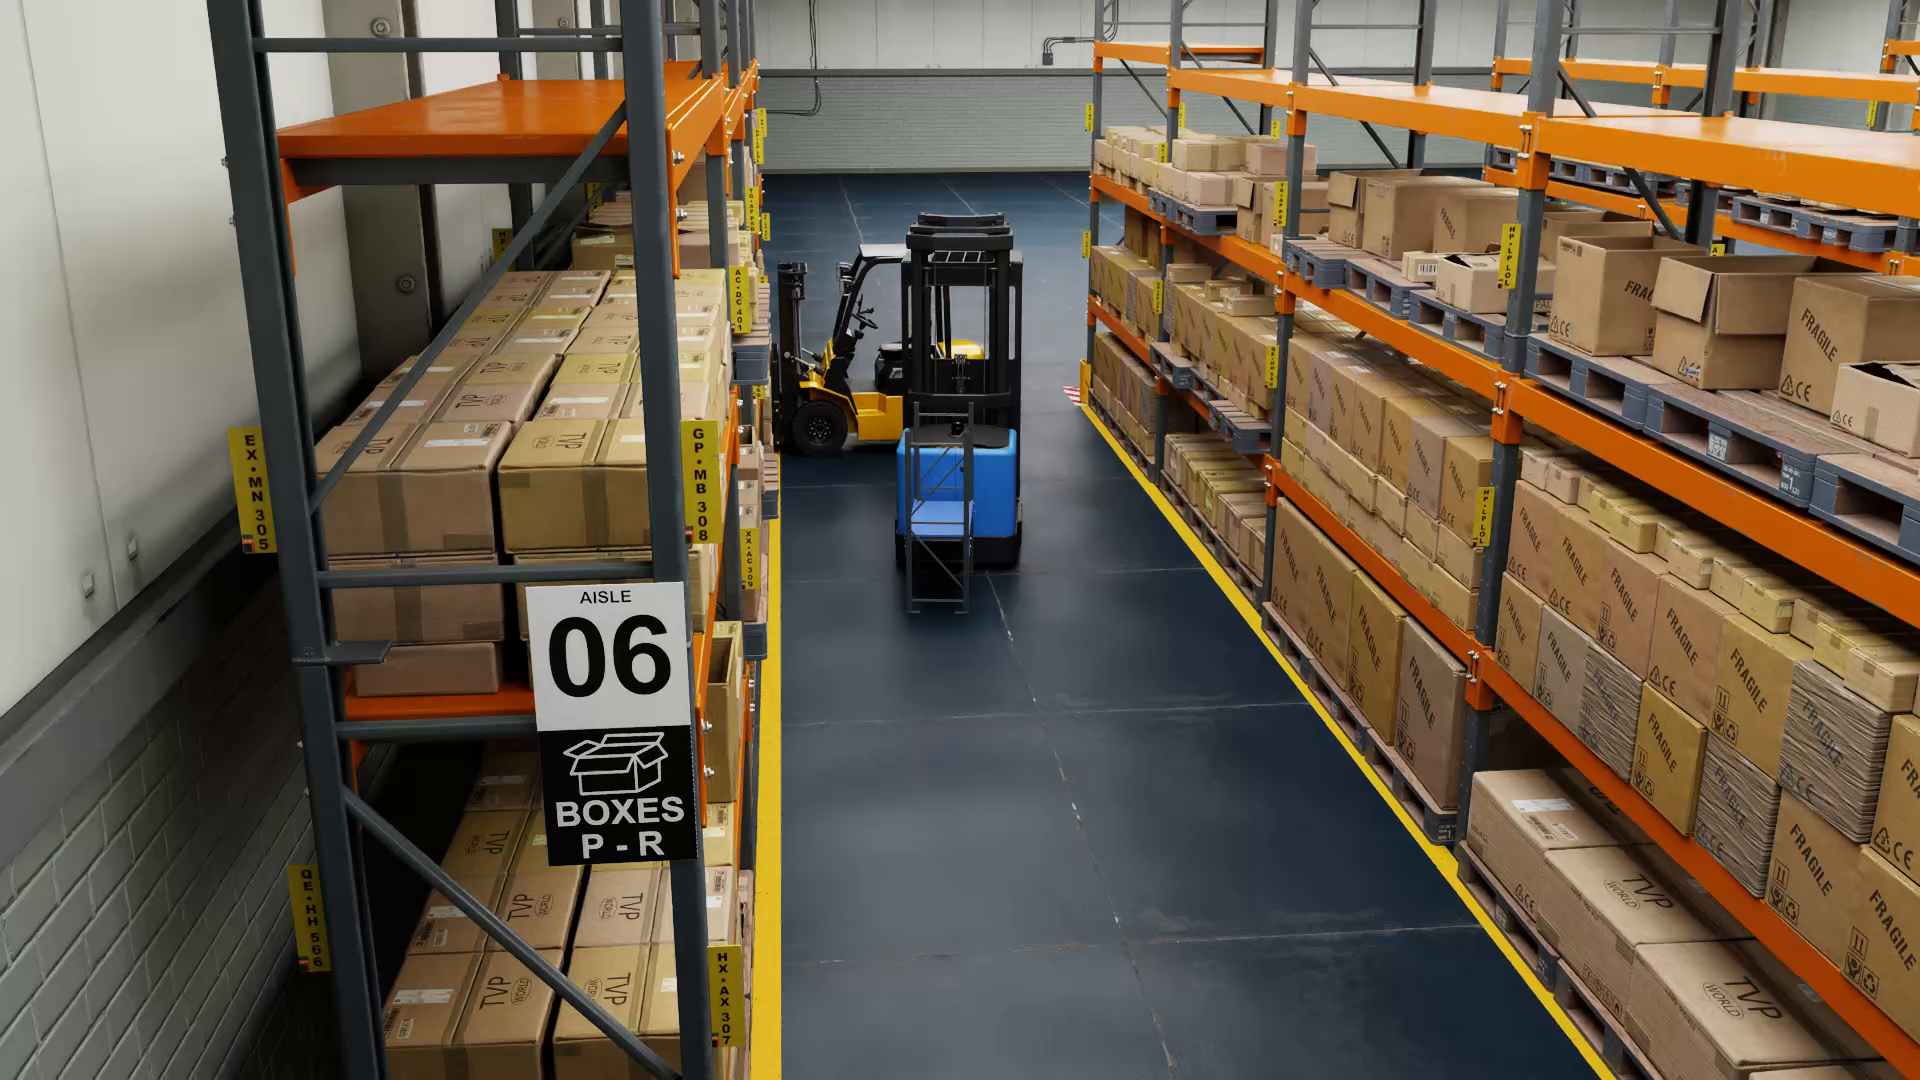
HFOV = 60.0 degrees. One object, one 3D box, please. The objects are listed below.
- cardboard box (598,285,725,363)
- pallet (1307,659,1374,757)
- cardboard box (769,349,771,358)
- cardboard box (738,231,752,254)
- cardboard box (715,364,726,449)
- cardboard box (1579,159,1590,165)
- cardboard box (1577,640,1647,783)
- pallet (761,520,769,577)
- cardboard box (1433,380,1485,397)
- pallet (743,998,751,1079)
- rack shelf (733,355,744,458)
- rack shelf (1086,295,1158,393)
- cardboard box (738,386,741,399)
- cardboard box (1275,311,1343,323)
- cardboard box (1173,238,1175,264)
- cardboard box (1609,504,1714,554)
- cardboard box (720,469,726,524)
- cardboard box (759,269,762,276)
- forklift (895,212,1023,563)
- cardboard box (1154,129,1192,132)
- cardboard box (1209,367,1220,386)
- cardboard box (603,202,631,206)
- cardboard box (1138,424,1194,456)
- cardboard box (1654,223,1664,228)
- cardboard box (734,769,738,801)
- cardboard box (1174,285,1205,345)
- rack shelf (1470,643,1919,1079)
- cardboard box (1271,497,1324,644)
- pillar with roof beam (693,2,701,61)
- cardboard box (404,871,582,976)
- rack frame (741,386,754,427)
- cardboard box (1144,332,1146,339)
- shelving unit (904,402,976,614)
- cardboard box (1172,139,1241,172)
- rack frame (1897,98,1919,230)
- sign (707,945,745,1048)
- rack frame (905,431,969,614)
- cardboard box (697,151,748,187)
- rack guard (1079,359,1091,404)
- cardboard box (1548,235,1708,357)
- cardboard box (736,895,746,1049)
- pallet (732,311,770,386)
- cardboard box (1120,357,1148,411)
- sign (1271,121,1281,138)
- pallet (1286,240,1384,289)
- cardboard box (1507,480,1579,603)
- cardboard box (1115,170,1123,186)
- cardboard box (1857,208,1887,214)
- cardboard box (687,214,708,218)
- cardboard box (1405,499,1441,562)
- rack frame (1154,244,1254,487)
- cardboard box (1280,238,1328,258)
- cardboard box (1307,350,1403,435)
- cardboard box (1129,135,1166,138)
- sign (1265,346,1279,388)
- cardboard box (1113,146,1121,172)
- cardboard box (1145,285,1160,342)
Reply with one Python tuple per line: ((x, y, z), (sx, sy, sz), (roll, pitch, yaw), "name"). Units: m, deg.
((-1.262, -0.919, 7.081), (0.500, 0.250, 0.500), (-2, 18, -7), "cardboard box")
((3.039, 1.111, 11.359), (1.003, 0.211, 1.213), (-2, 18, -6), "pallet")
((-2.374, -1.984, 18.783), (0.500, 0.250, 0.500), (-2, 17, -5), "cardboard box")
((-1.426, -1.734, 9.812), (0.380, 0.149, 0.250), (-2, 18, -5), "cardboard box")
((-1.210, -0.531, 6.680), (0.500, 0.250, 0.500), (-1, 17, -4), "cardboard box")
((6.950, -4.155, 18.019), (0.380, 0.149, 0.250), (-2, 17, -5), "cardboard box")
((3.203, 0.771, 7.619), (0.500, 0.500, 0.500), (-2, 18, -5), "cardboard box")
((-2.196, 0.057, 14.718), (1.003, 0.211, 1.213), (-2, 18, -6), "pallet")
((3.374, -0.746, 10.783), (0.500, 0.500, 0.500), (-2, 18, -7), "cardboard box")
((-1.415, 2.426, 7.169), (1.003, 0.211, 1.213), (-2, 18, -6), "pallet")
((-1.821, -1.157, 10.120), (1.077, 0.370, 4.000), (-2, 18, -6), "rack shelf")
((2.291, -2.264, 18.653), (1.077, 0.370, 4.000), (-2, 18, -6), "rack shelf")
((-1.767, -1.126, 12.579), (0.380, 0.149, 0.250), (-1, 17, -4), "cardboard box")
((2.971, -1.663, 14.176), (0.500, 0.500, 0.500), (-1, 17, -5), "cardboard box")
((2.612, -3.119, 17.843), (0.700, 0.500, 0.500), (-2, 18, -7), "cardboard box")
((3.171, -0.053, 7.492), (0.380, 0.149, 0.250), (-2, 18, -7), "cardboard box")
((-1.065, -0.154, 6.146), (0.380, 0.149, 0.250), (-2, 18, -6), "cardboard box")
((-2.381, -2.929, 18.323), (0.380, 0.149, 0.250), (-2, 18, -5), "cardboard box")
((0.027, -1.585, 15.405), (1.130, 2.935, 3.031), (1, 17, 2), "forklift")
((2.446, -4.649, 19.132), (0.380, 0.149, 0.250), (-2, 18, -6), "cardboard box")
((2.403, -1.449, 14.577), (0.380, 0.149, 0.250), (-2, 18, -7), "cardboard box")
((-2.264, -2.238, 11.452), (0.380, 0.149, 0.250), (-2, 18, -8), "cardboard box")
((2.169, -1.067, 17.531), (0.500, 0.250, 0.500), (-1, 17, -3), "cardboard box")
((7.315, -3.217, 18.436), (0.875, 0.550, 0.550), (-2, 18, -6), "cardboard box")
((-1.177, 1.042, 7.343), (0.380, 0.149, 0.250), (-2, 18, -6), "cardboard box")
((2.313, -2.103, 15.577), (0.500, 0.500, 0.500), (-2, 18, -5), "cardboard box")
((3.529, 1.312, 7.265), (1.077, 0.370, 4.000), (-2, 18, -6), "rack shelf")
((2.899, 0.202, 12.443), (0.875, 0.875, 0.875), (-2, 18, -6), "cardboard box")
((-1.251, -11.171, 35.809), (9.100, 9.000, 0.400), (-2, 18, -6), "pillar with roof beam")
((-1.565, 1.366, 5.645), (0.500, 0.250, 0.500), (-2, 18, -5), "cardboard box")
((-2.027, -0.665, 12.360), (1.000, 3.000, 0.127), (-2, 18, -6), "rack frame")
((2.167, -2.206, 17.689), (0.380, 0.149, 0.250), (-2, 18, -6), "cardboard box")
((-0.157, -0.282, 13.645), (0.538, 1.500, 1.048), (1, 17, 2), "shelving unit")
((2.220, -3.475, 15.017), (0.500, 0.250, 0.500), (-2, 18, -7), "cardboard box")
((7.823, -3.865, 12.536), (1.000, 3.000, 0.127), (-2, 18, -6), "rack frame")
((-0.662, 1.289, 4.692), (0.100, 0.325, 0.005), (-2, 18, -6), "sign")
((-0.179, -0.130, 13.161), (0.500, 1.500, 0.032), (1, 17, 2), "rack frame")
((-2.011, -2.762, 12.998), (0.700, 0.500, 0.500), (-2, 18, -7), "cardboard box")
((2.093, -1.987, 20.746), (1.175, 0.500, 0.348), (-2, 18, -6), "rack guard")
((3.174, -1.173, 7.935), (0.500, 0.500, 0.500), (-1, 17, -5), "cardboard box")
((-1.327, 1.961, 7.469), (0.700, 0.500, 0.500), (-2, 18, -8), "cardboard box")
((-1.612, -1.011, 8.768), (1.213, 0.211, 1.003), (-2, 18, -6), "pallet")
((2.061, -1.729, 18.386), (0.500, 0.500, 0.500), (-1, 17, -3), "cardboard box")
((3.049, -3.895, 16.120), (0.100, 0.325, 0.005), (-2, 18, -6), "sign")
((3.029, -1.970, 11.825), (1.213, 0.211, 1.003), (-1, 17, -3), "pallet")
((3.131, -0.003, 8.415), (0.500, 0.500, 0.500), (-2, 18, -5), "cardboard box")
((1.933, -4.020, 18.459), (0.380, 0.149, 0.250), (-2, 17, -5), "cardboard box")
((7.542, -2.742, 13.489), (0.380, 0.166, 0.250), (-2, 18, -6), "cardboard box")
((-1.713, -2.027, 10.778), (0.380, 0.149, 0.250), (-2, 18, -6), "cardboard box")
((2.976, -0.067, 9.871), (0.500, 0.250, 0.500), (-1, 17, -4), "cardboard box")
((2.497, -2.011, 16.648), (1.000, 3.000, 0.127), (-2, 18, -6), "rack frame")
((2.669, -2.218, 12.718), (0.380, 0.149, 0.250), (-2, 18, -6), "cardboard box")
((2.778, -1.042, 11.725), (0.500, 0.500, 0.500), (-2, 18, -5), "cardboard box")
((2.044, -4.328, 18.108), (0.380, 0.149, 0.250), (-1, 17, -4), "cardboard box")
((2.371, -1.314, 12.628), (0.100, 0.325, 0.005), (-2, 18, -6), "sign")
((1.992, -4.243, 18.502), (0.500, 0.250, 0.500), (-1, 17, -4), "cardboard box")
((2.204, -2.325, 16.985), (0.500, 0.500, 0.500), (-2, 18, -7), "cardboard box")
